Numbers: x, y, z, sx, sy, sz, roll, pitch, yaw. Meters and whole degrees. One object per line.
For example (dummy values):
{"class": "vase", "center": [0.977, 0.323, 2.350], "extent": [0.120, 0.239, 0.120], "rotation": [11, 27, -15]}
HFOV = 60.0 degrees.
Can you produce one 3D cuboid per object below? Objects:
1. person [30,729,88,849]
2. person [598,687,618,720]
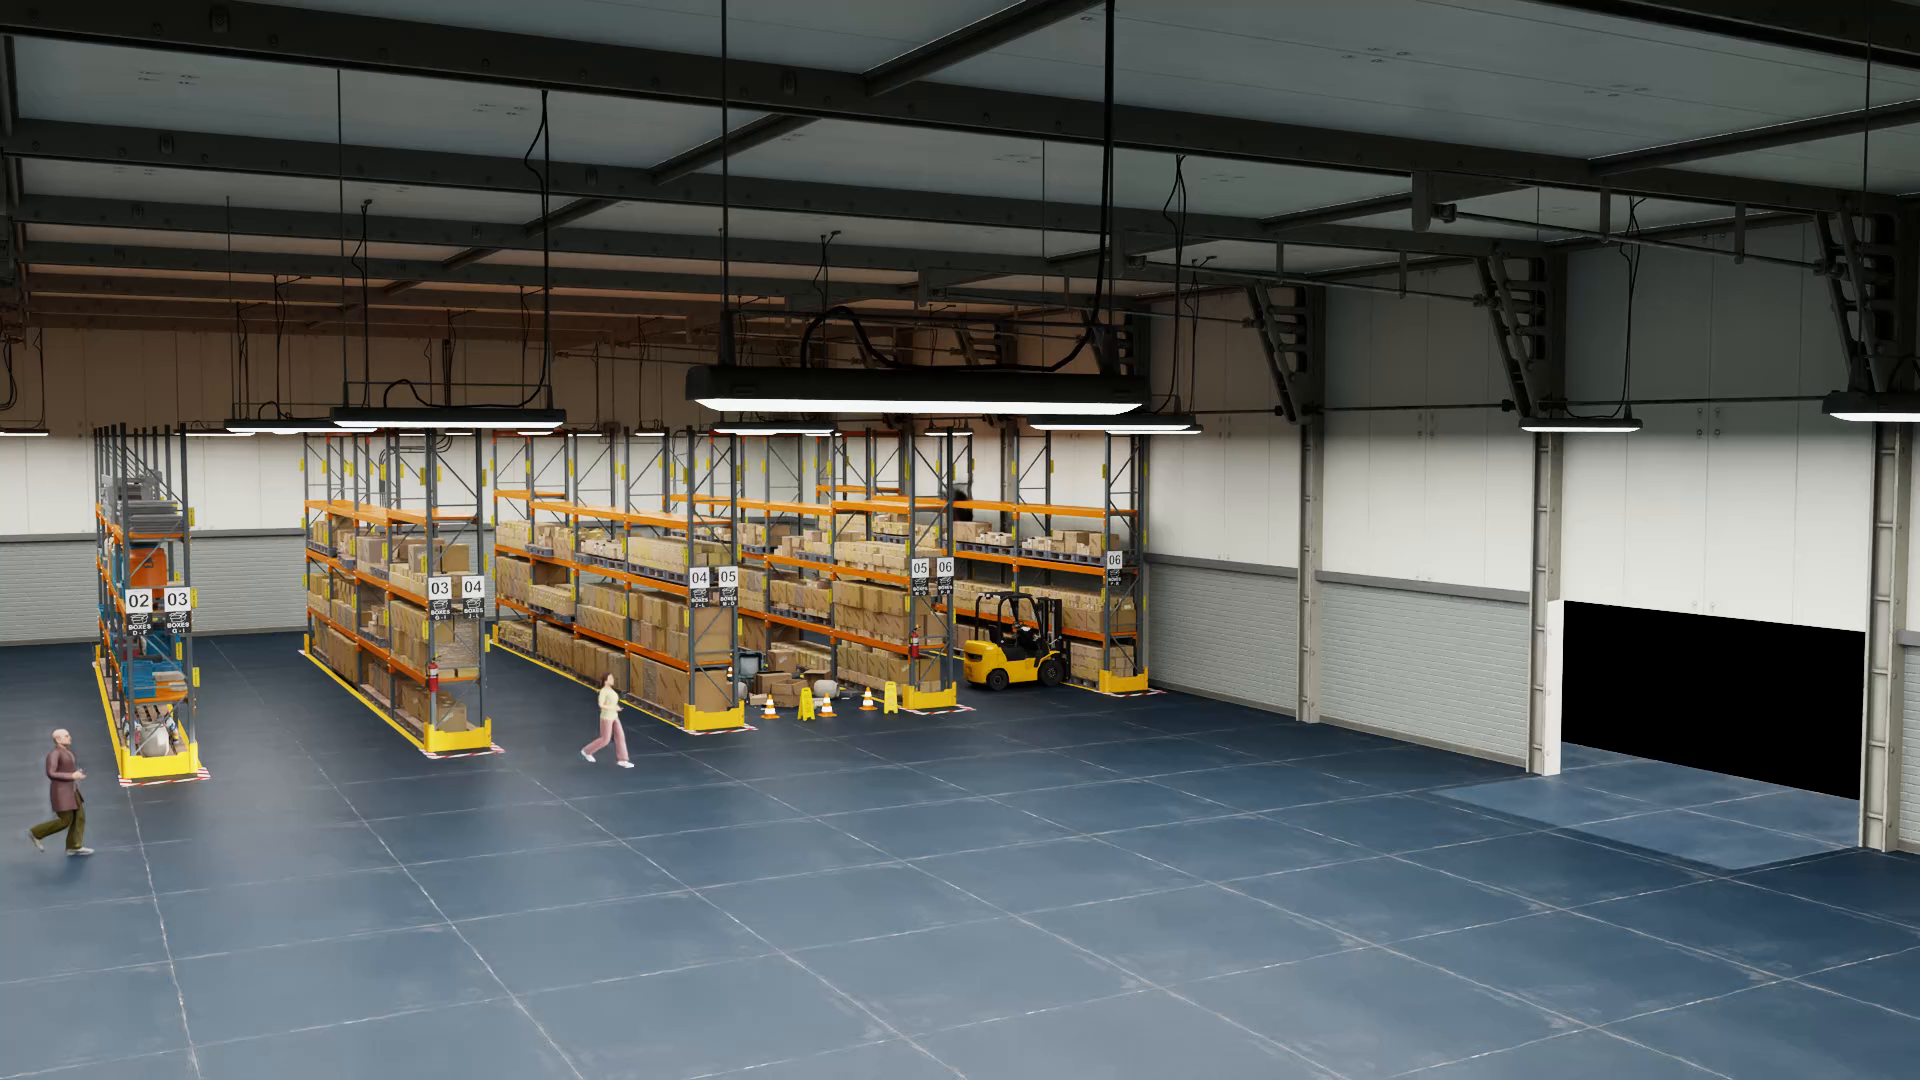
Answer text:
{"class": "person", "center": [-12.318, 3.427, 22.806], "extent": [0.757, 1.665, 0.679], "rotation": [-1, 3, -9]}
{"class": "person", "center": [-6.149, 2.834, 28.942], "extent": [0.376, 0.578, 0.542], "rotation": [1, 3, 9]}
